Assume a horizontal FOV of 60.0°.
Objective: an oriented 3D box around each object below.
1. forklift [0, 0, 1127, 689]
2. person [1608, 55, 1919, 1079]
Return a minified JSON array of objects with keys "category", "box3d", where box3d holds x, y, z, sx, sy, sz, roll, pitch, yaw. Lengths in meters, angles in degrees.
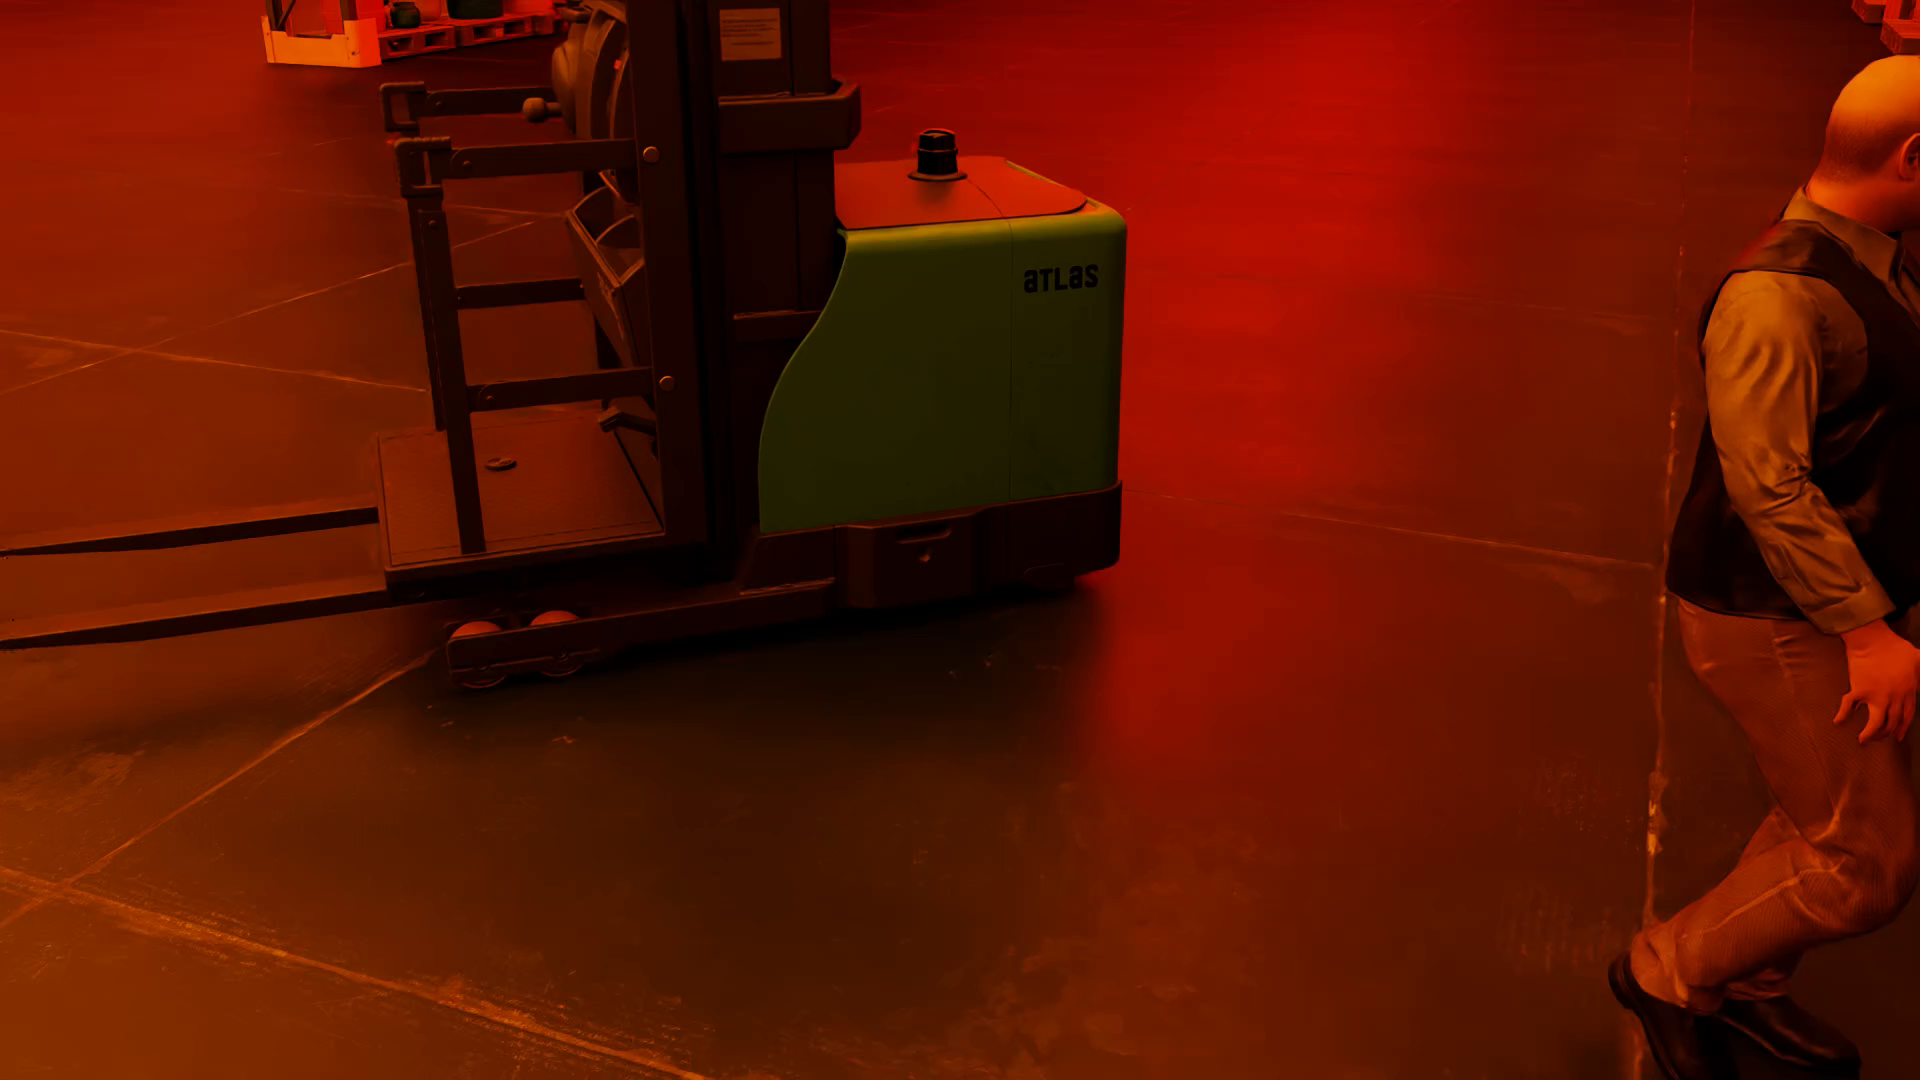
[{"category":"forklift","box3d":[-1.115,-1.207,4.179,3.031,2.935,1.130,-8,24,-18]},{"category":"person","box3d":[1.410,0.105,2.669,0.782,1.702,0.489,-21,30,-41]}]
